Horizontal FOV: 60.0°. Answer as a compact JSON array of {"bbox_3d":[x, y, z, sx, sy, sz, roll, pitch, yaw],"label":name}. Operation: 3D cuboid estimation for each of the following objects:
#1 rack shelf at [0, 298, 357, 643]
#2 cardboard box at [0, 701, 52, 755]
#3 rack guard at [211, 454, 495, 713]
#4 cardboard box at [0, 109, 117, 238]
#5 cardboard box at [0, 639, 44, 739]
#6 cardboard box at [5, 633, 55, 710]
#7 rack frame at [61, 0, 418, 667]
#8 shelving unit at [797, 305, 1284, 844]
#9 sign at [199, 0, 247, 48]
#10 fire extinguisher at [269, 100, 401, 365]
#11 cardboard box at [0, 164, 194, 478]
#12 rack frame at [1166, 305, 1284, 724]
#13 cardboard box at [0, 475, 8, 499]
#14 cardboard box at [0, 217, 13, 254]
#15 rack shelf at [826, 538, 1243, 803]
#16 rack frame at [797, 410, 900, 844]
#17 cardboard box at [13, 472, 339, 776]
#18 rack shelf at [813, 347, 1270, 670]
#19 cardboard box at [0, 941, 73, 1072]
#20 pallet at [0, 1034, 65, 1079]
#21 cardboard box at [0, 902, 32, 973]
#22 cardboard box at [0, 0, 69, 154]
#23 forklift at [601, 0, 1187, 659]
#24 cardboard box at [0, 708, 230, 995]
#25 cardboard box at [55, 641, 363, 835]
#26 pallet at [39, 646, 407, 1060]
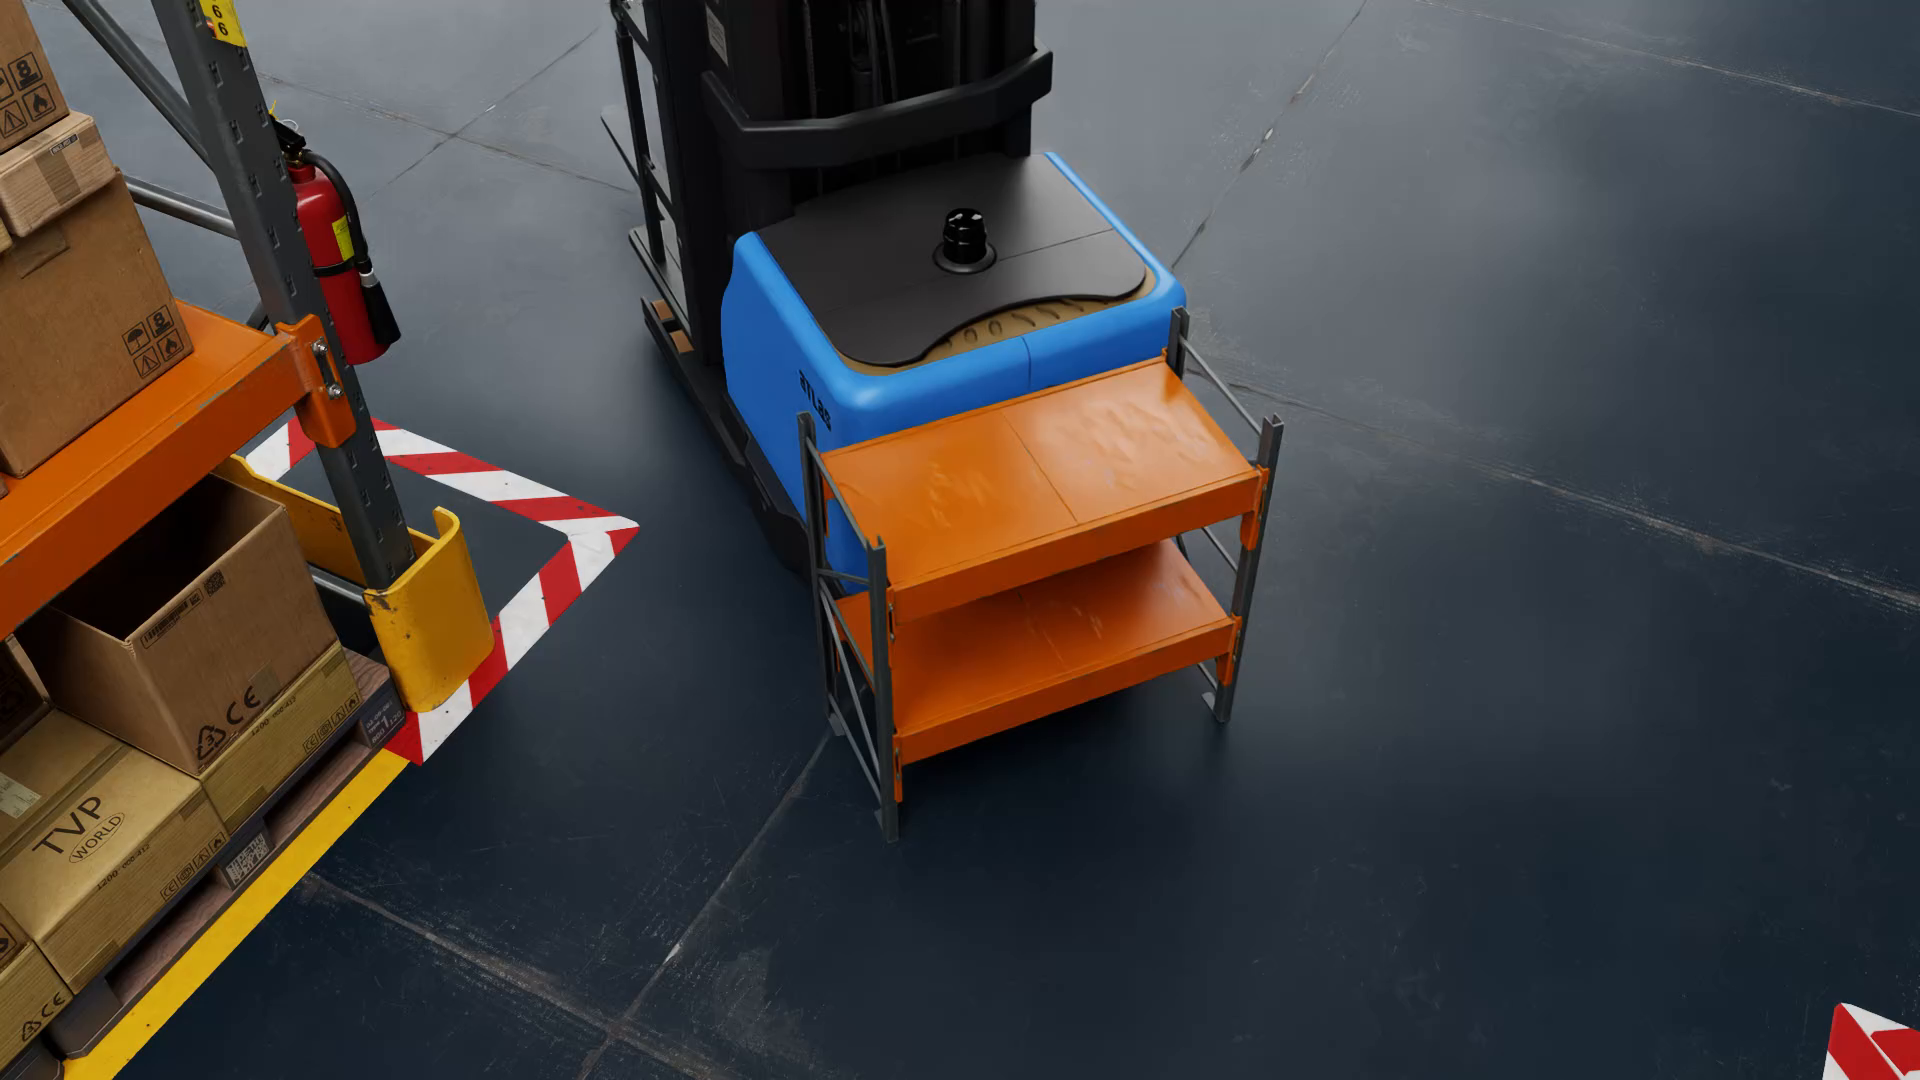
[{"bbox_3d":[-2.895,0.684,2.971,1.077,0.370,4.000,20,49,19],"label":"rack shelf"},{"bbox_3d":[-2.642,0.571,4.215,0.500,0.250,0.500,20,49,19],"label":"cardboard box"},{"bbox_3d":[-1.956,0.035,4.864,1.175,0.500,0.348,20,49,19],"label":"rack guard"},{"bbox_3d":[-1.976,-0.788,3.394,0.380,0.149,0.250,20,49,18],"label":"cardboard box"},{"bbox_3d":[-2.643,0.307,3.949,0.500,0.500,0.500,20,49,19],"label":"cardboard box"},{"bbox_3d":[-2.413,0.255,4.527,0.500,0.250,0.500,20,49,19],"label":"cardboard box"},{"bbox_3d":[-1.967,-0.829,3.960,1.000,3.000,0.127,20,49,19],"label":"rack frame"},{"bbox_3d":[0.189,0.106,4.354,1.048,1.125,0.538,-17,48,-16],"label":"shelving unit"},{"bbox_3d":[-1.493,-1.131,3.278,0.100,0.325,0.005,20,49,19],"label":"sign"},{"bbox_3d":[-1.501,-0.723,3.910,0.296,0.674,0.183,20,49,19],"label":"fire extinguisher"},{"bbox_3d":[-2.195,-0.574,3.638,0.700,0.500,0.500,20,49,19],"label":"cardboard box"},{"bbox_3d":[0.655,-0.039,4.497,0.032,1.125,0.500,-17,48,-16],"label":"rack frame"},{"bbox_3d":[-2.435,-0.241,3.309,0.700,0.500,0.500,22,49,20],"label":"cardboard box"},{"bbox_3d":[-2.096,-0.623,3.230,0.380,0.149,0.250,22,49,20],"label":"cardboard box"},{"bbox_3d":[0.189,0.277,4.528,1.000,0.278,0.538,-17,48,-16],"label":"rack shelf"},{"bbox_3d":[-0.276,0.251,4.211,0.032,1.125,0.500,-17,48,-16],"label":"rack frame"},{"bbox_3d":[-1.952,0.163,4.091,0.500,0.500,0.500,20,49,19],"label":"cardboard box"},{"bbox_3d":[0.189,-0.100,4.146,1.000,0.278,0.538,-17,48,-16],"label":"rack shelf"},{"bbox_3d":[-2.406,1.060,3.731,0.500,0.250,0.500,20,49,19],"label":"cardboard box"},{"bbox_3d":[-2.852,1.413,3.705,1.003,0.211,1.213,20,49,19],"label":"pallet"},{"bbox_3d":[-2.404,0.798,3.463,0.500,0.500,0.500,20,49,19],"label":"cardboard box"},{"bbox_3d":[-2.220,-0.997,3.144,0.700,0.500,0.500,21,49,19],"label":"cardboard box"},{"bbox_3d":[-0.472,-1.727,4.896,1.130,2.935,3.031,-19,48,-18],"label":"forklift"},{"bbox_3d":[-2.176,0.745,4.043,0.500,0.250,0.500,20,49,19],"label":"cardboard box"},{"bbox_3d":[-1.954,0.426,4.358,0.500,0.250,0.500,20,49,19],"label":"cardboard box"},{"bbox_3d":[-2.285,0.647,4.462,1.003,0.211,1.213,20,49,19],"label":"pallet"}]
